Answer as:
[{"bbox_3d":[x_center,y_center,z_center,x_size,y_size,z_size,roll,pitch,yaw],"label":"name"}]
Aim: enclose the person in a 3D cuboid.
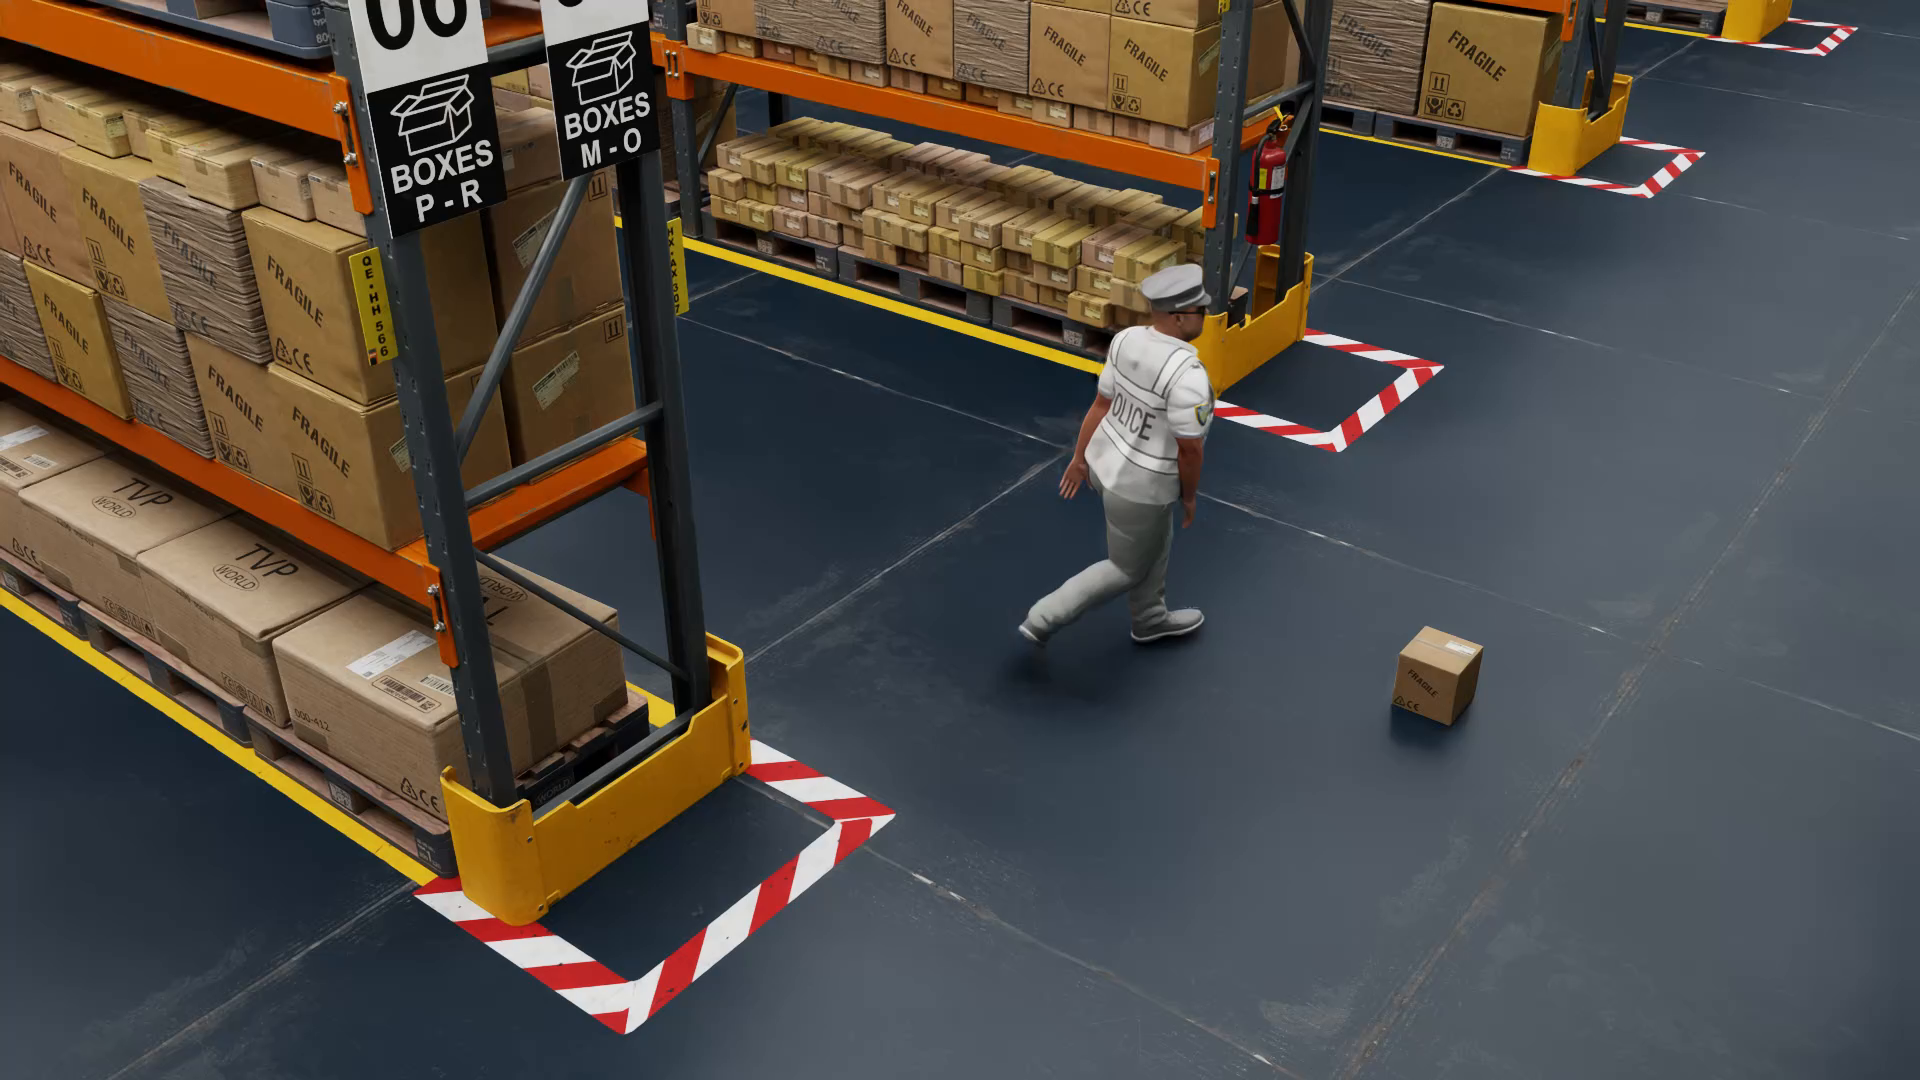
[{"bbox_3d":[0.669,-0.233,6.513,0.893,1.724,0.576,-13,33,-20],"label":"person"}]
